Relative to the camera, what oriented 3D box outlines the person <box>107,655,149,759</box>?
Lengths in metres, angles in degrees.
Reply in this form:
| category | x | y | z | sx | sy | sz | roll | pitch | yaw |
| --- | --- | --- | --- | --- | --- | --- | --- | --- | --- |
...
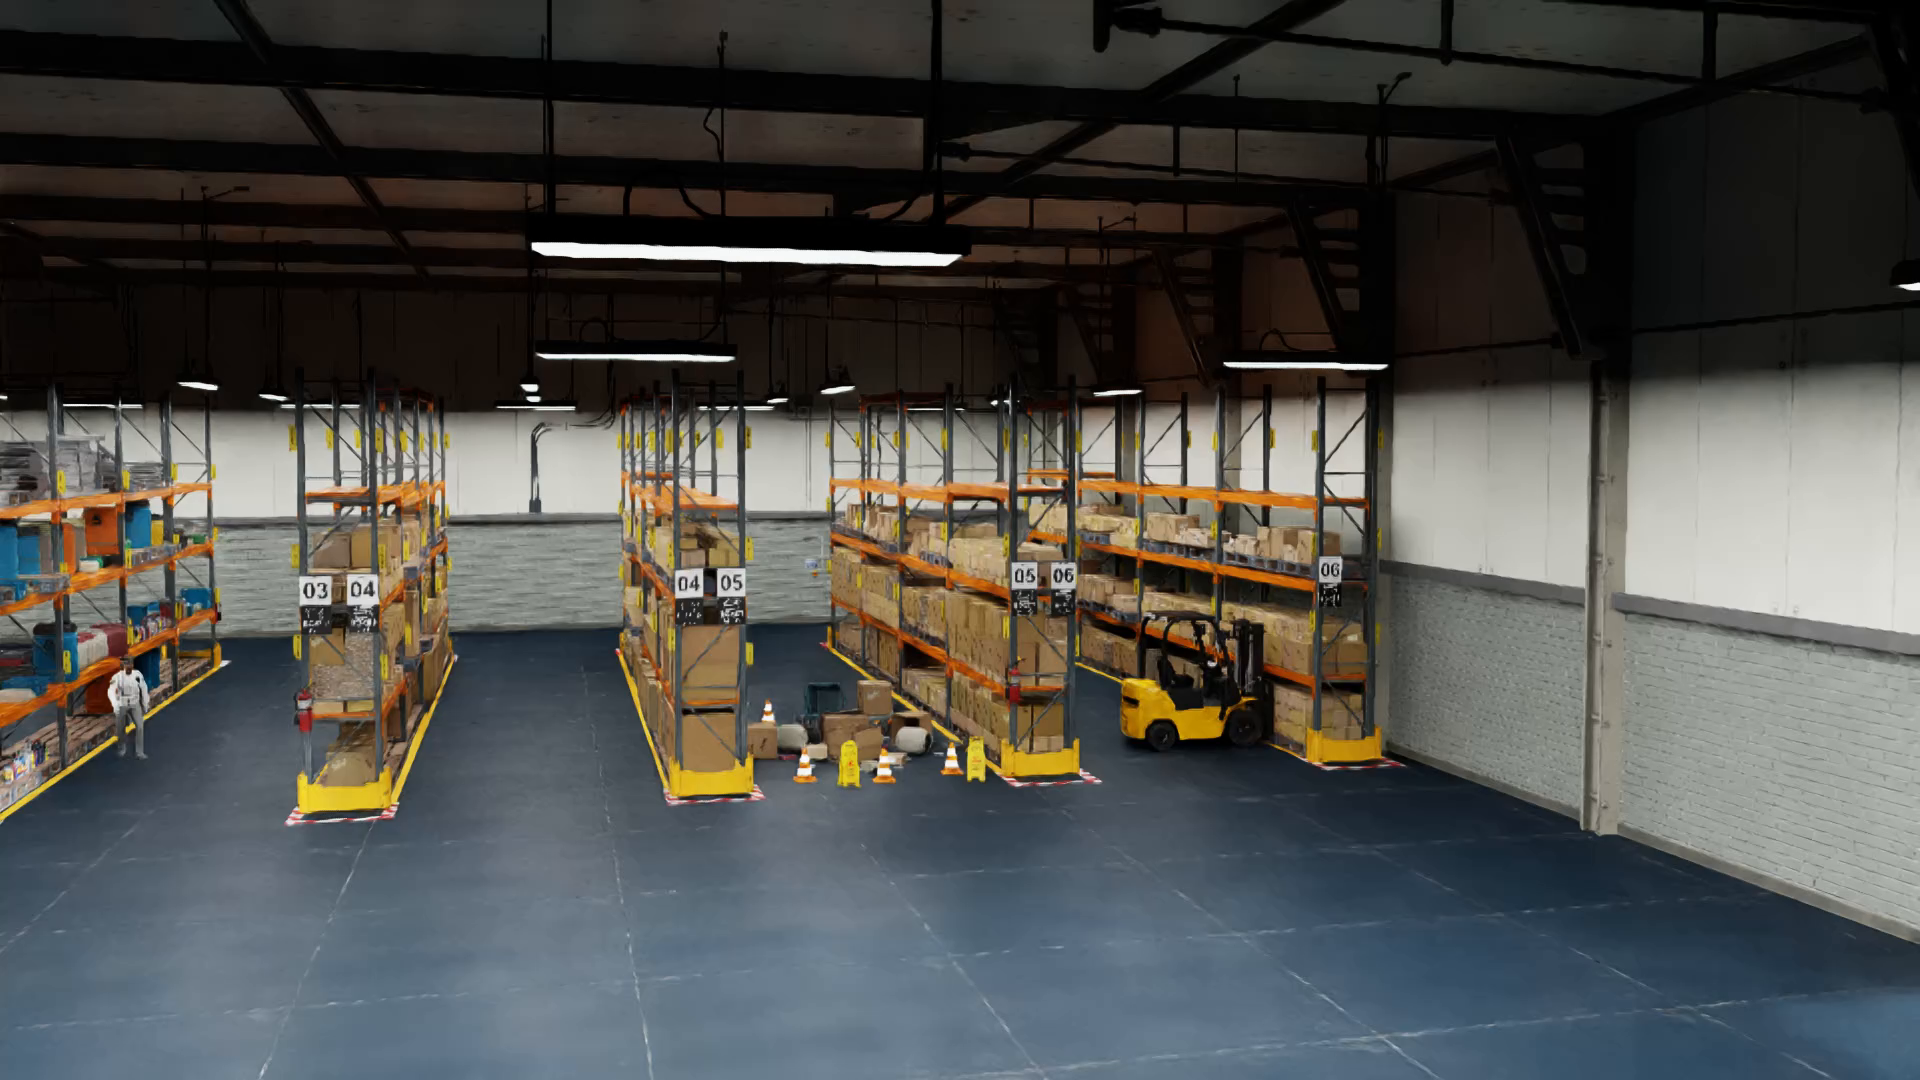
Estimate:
| category | x | y | z | sx | sy | sz | roll | pitch | yaw |
| --- | --- | --- | --- | --- | --- | --- | --- | --- | --- |
| person | -13.119 | 2.612 | 26.241 | 0.618 | 1.645 | 0.683 | -2 | 4 | -35 |
